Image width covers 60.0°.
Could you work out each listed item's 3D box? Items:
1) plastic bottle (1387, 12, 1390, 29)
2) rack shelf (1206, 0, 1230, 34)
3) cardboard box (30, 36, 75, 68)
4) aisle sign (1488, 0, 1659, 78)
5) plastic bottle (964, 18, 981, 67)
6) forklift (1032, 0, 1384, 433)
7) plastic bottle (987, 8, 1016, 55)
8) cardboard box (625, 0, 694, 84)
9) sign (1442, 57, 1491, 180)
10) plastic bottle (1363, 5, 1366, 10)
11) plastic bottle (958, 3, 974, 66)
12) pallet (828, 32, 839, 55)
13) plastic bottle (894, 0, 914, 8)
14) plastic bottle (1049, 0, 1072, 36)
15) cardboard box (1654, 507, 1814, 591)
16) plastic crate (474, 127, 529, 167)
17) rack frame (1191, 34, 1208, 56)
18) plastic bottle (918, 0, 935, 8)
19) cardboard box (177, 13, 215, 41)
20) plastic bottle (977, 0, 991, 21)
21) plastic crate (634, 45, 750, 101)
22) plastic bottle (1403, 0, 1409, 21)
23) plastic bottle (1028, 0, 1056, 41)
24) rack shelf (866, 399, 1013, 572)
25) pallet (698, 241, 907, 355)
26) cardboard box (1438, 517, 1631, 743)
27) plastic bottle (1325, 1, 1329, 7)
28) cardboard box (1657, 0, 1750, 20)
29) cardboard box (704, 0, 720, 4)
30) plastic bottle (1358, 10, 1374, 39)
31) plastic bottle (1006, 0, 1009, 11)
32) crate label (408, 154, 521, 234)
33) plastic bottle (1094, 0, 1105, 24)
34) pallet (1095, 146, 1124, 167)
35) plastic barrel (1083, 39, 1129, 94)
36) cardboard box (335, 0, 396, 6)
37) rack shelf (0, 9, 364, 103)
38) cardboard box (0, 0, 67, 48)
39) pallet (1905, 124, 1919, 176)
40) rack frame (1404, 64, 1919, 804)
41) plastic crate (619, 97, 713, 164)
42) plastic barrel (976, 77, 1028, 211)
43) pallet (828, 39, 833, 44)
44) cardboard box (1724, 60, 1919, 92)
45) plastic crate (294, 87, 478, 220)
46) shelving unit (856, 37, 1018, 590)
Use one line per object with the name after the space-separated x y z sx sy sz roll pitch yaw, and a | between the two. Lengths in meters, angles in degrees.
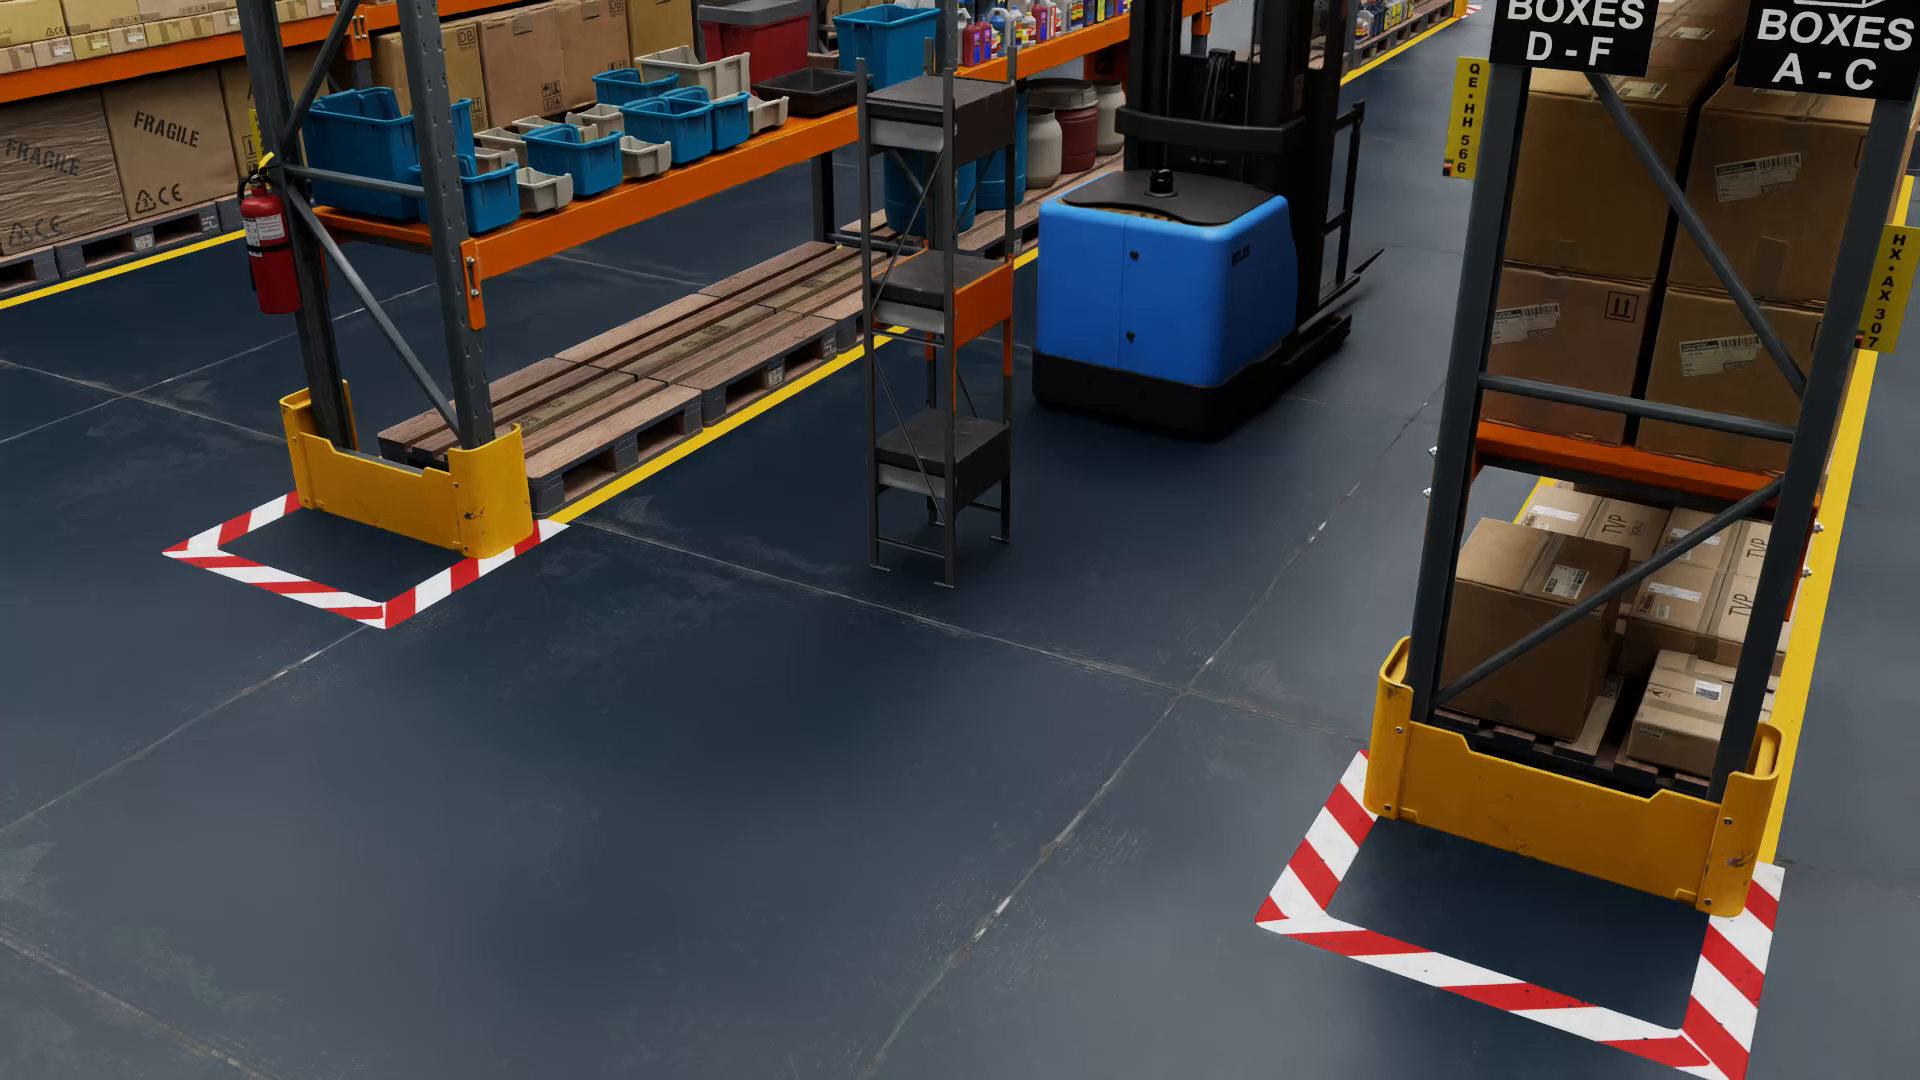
4.470 -5.480 17.481 0.097 0.201 0.097 0 27 0 | plastic bottle
2.475 -5.032 14.754 1.077 0.370 4.000 14 30 26 | rack shelf
-5.664 -3.002 10.176 0.380 0.149 0.250 14 30 26 | cardboard box
1.566 -1.567 4.126 0.394 0.787 0.004 14 30 26 | aisle sign
0.075 -3.012 10.046 0.061 0.283 0.133 14 30 26 | plastic bottle
1.576 -2.452 8.874 1.130 2.935 3.031 15 30 28 | forklift
0.263 -3.199 10.428 0.152 0.276 0.135 14 30 26 | plastic bottle
-3.179 -4.638 15.069 1.225 0.875 0.875 13 29 24 | cardboard box
1.393 -1.153 4.556 0.100 0.325 0.005 14 30 26 | sign
4.184 -5.416 17.275 0.097 0.271 0.097 0 27 0 | plastic bottle
-0.001 -3.075 10.096 0.144 0.351 0.185 14 30 26 | plastic bottle
-1.834 -5.196 17.393 1.003 0.211 1.213 14 30 26 | pallet
-0.384 -3.327 10.683 0.152 0.276 0.135 14 30 26 | plastic bottle
0.652 -3.507 11.044 0.152 0.276 0.135 14 30 26 | plastic bottle
2.873 0.130 6.220 0.500 0.250 0.500 14 30 26 | cardboard box
-2.046 -1.833 7.787 0.396 0.136 0.243 14 30 26 | plastic crate
1.491 -4.574 13.036 1.000 3.000 0.127 14 30 26 | rack frame
-0.184 -3.392 10.729 0.144 0.351 0.185 14 30 26 | plastic bottle
-5.159 -3.401 10.974 0.380 0.149 0.250 15 30 27 | cardboard box
0.162 -3.644 11.322 0.097 0.271 0.097 0 27 0 | plastic bottle
-1.388 -2.434 8.827 0.437 0.282 0.530 14 30 26 | plastic crate
4.757 -5.766 17.969 0.152 0.276 0.135 14 30 26 | plastic bottle
0.538 -3.417 10.864 0.152 0.276 0.135 14 30 26 | plastic bottle
-0.081 -0.236 6.971 0.431 0.518 0.480 14 30 26 | rack shelf
-0.804 -1.473 9.957 1.003 0.211 1.213 14 30 26 | pallet
1.919 0.291 5.619 0.500 0.500 0.500 14 30 26 | cardboard box
3.880 -5.617 17.664 0.061 0.283 0.133 14 30 26 | plastic bottle
2.597 -1.690 6.047 0.500 0.500 0.500 15 30 28 | cardboard box
-2.517 -5.347 16.043 0.500 0.250 0.500 16 31 28 | cardboard box
4.133 -5.271 16.981 0.152 0.276 0.135 15 30 28 | plastic bottle
0.315 -3.881 11.790 0.152 0.276 0.135 14 30 26 | plastic bottle
-2.036 -1.432 6.879 0.416 0.233 0.303 14 30 26 | crate label
0.945 -3.701 11.422 0.061 0.283 0.133 14 30 26 | plastic bottle
1.140 -3.011 13.028 1.003 0.211 1.213 14 30 26 | pallet
1.265 -3.597 13.040 0.600 0.830 0.708 14 30 26 | plastic barrel
-4.345 -4.275 12.327 0.500 0.500 0.500 14 30 26 | cardboard box
-5.773 -3.005 10.705 1.077 0.370 4.000 14 30 26 | rack shelf
-5.785 -3.140 10.006 0.500 0.250 0.500 13 29 24 | cardboard box
4.322 -2.124 8.357 1.003 0.211 1.213 14 30 26 | pallet
1.866 -0.364 4.626 1.000 3.000 0.127 14 30 26 | rack frame
-1.388 -1.945 7.905 0.416 0.233 0.300 14 30 26 | plastic crate
0.154 -2.749 11.265 0.600 0.901 0.708 14 30 26 | plastic barrel
-1.235 -5.673 18.347 1.003 0.211 1.213 14 30 26 | pallet
2.565 -1.176 5.020 0.500 0.500 0.500 15 30 27 | cardboard box
-2.442 -1.670 7.130 0.616 0.435 0.499 14 30 26 | plastic crate
-0.081 -0.874 6.651 0.431 2.100 0.503 14 30 26 | shelving unit
